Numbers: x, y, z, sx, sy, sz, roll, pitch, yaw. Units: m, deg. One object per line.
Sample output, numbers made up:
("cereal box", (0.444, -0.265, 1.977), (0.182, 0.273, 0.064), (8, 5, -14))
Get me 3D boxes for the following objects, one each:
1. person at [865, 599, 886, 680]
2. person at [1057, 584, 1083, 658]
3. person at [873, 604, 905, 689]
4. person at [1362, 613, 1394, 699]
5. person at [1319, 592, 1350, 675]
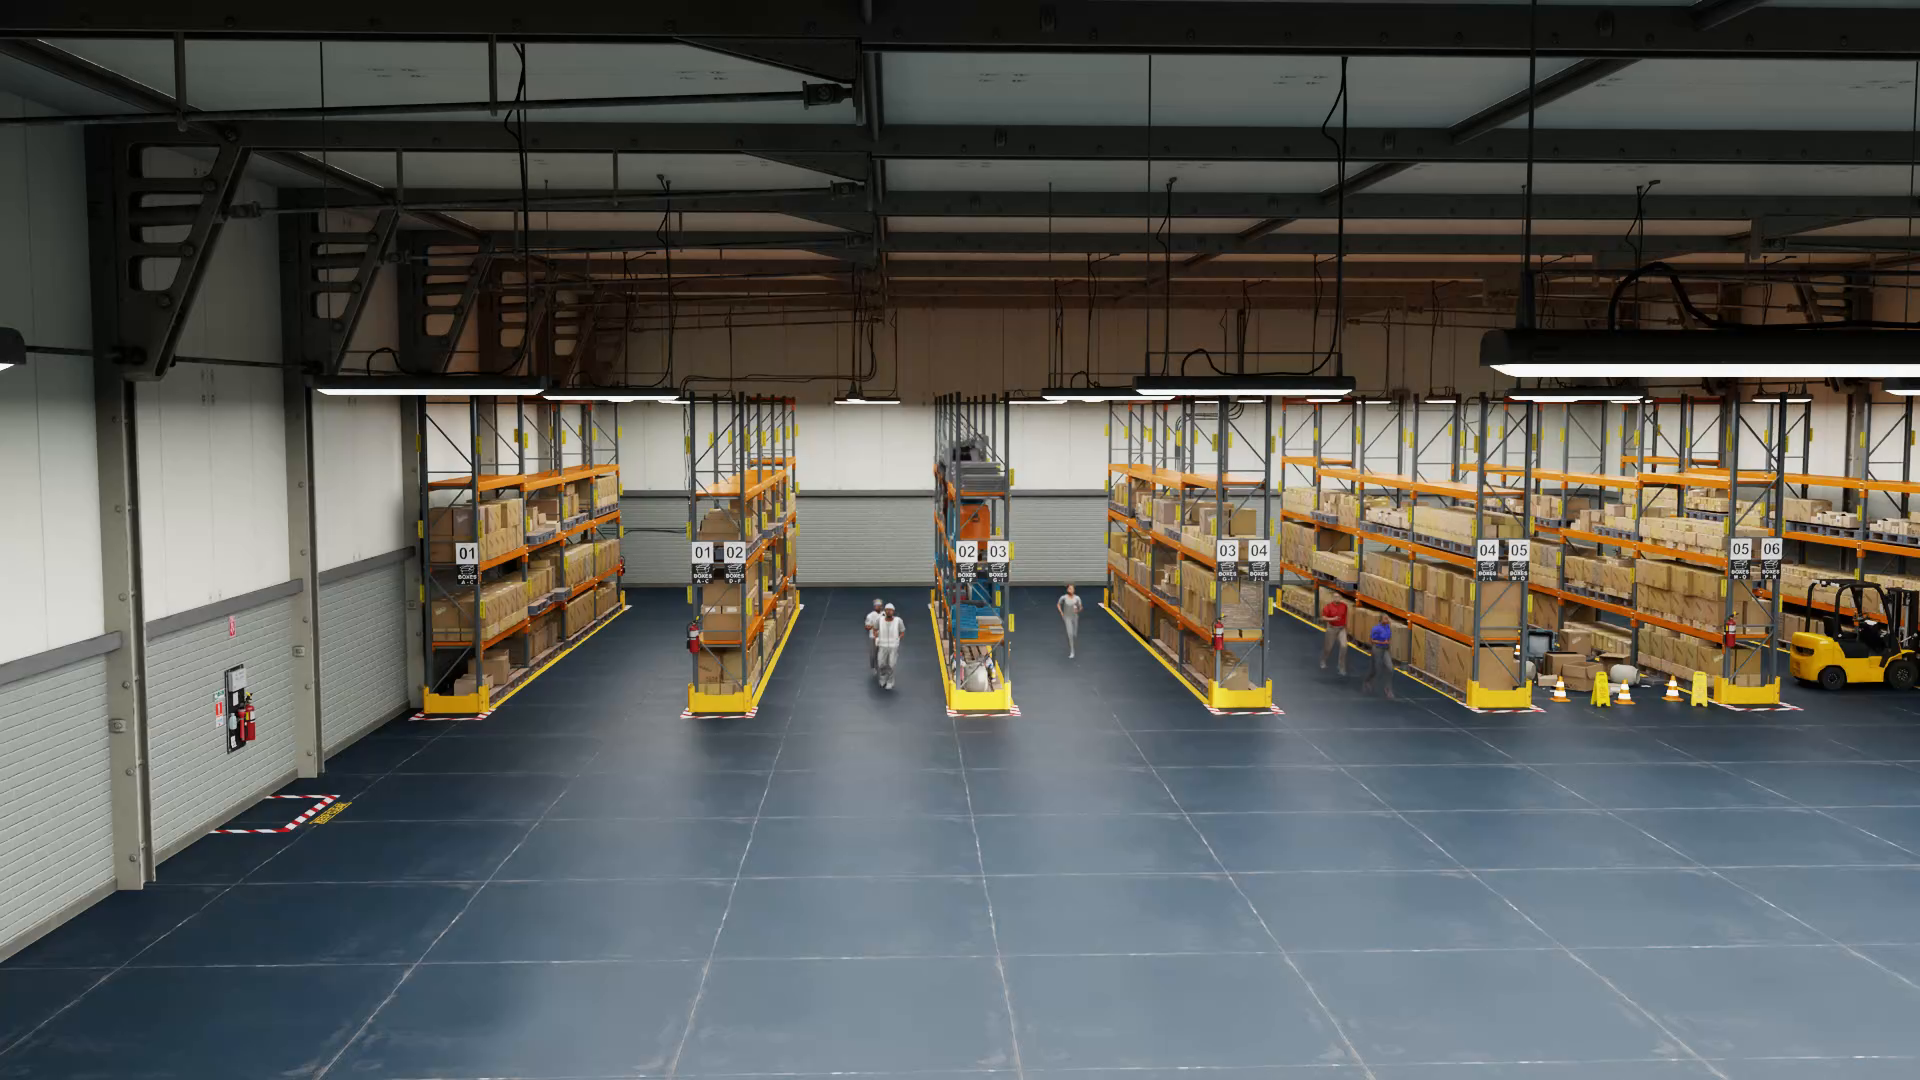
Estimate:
("person", (-1.706, 2.065, 34.844), (0.575, 1.685, 0.938), (-1, 5, -8))
("person", (2.531, 1.837, 38.210), (0.570, 1.666, 0.805), (-1, 5, -7))
("person", (-1.446, 2.154, 33.584), (0.657, 1.734, 0.576), (0, 5, 2))
("person", (8.318, 2.268, 32.971), (0.600, 1.692, 0.923), (-2, 5, -26))
("person", (8.093, 2.002, 35.867), (0.671, 1.793, 0.926), (-1, 5, -7))
